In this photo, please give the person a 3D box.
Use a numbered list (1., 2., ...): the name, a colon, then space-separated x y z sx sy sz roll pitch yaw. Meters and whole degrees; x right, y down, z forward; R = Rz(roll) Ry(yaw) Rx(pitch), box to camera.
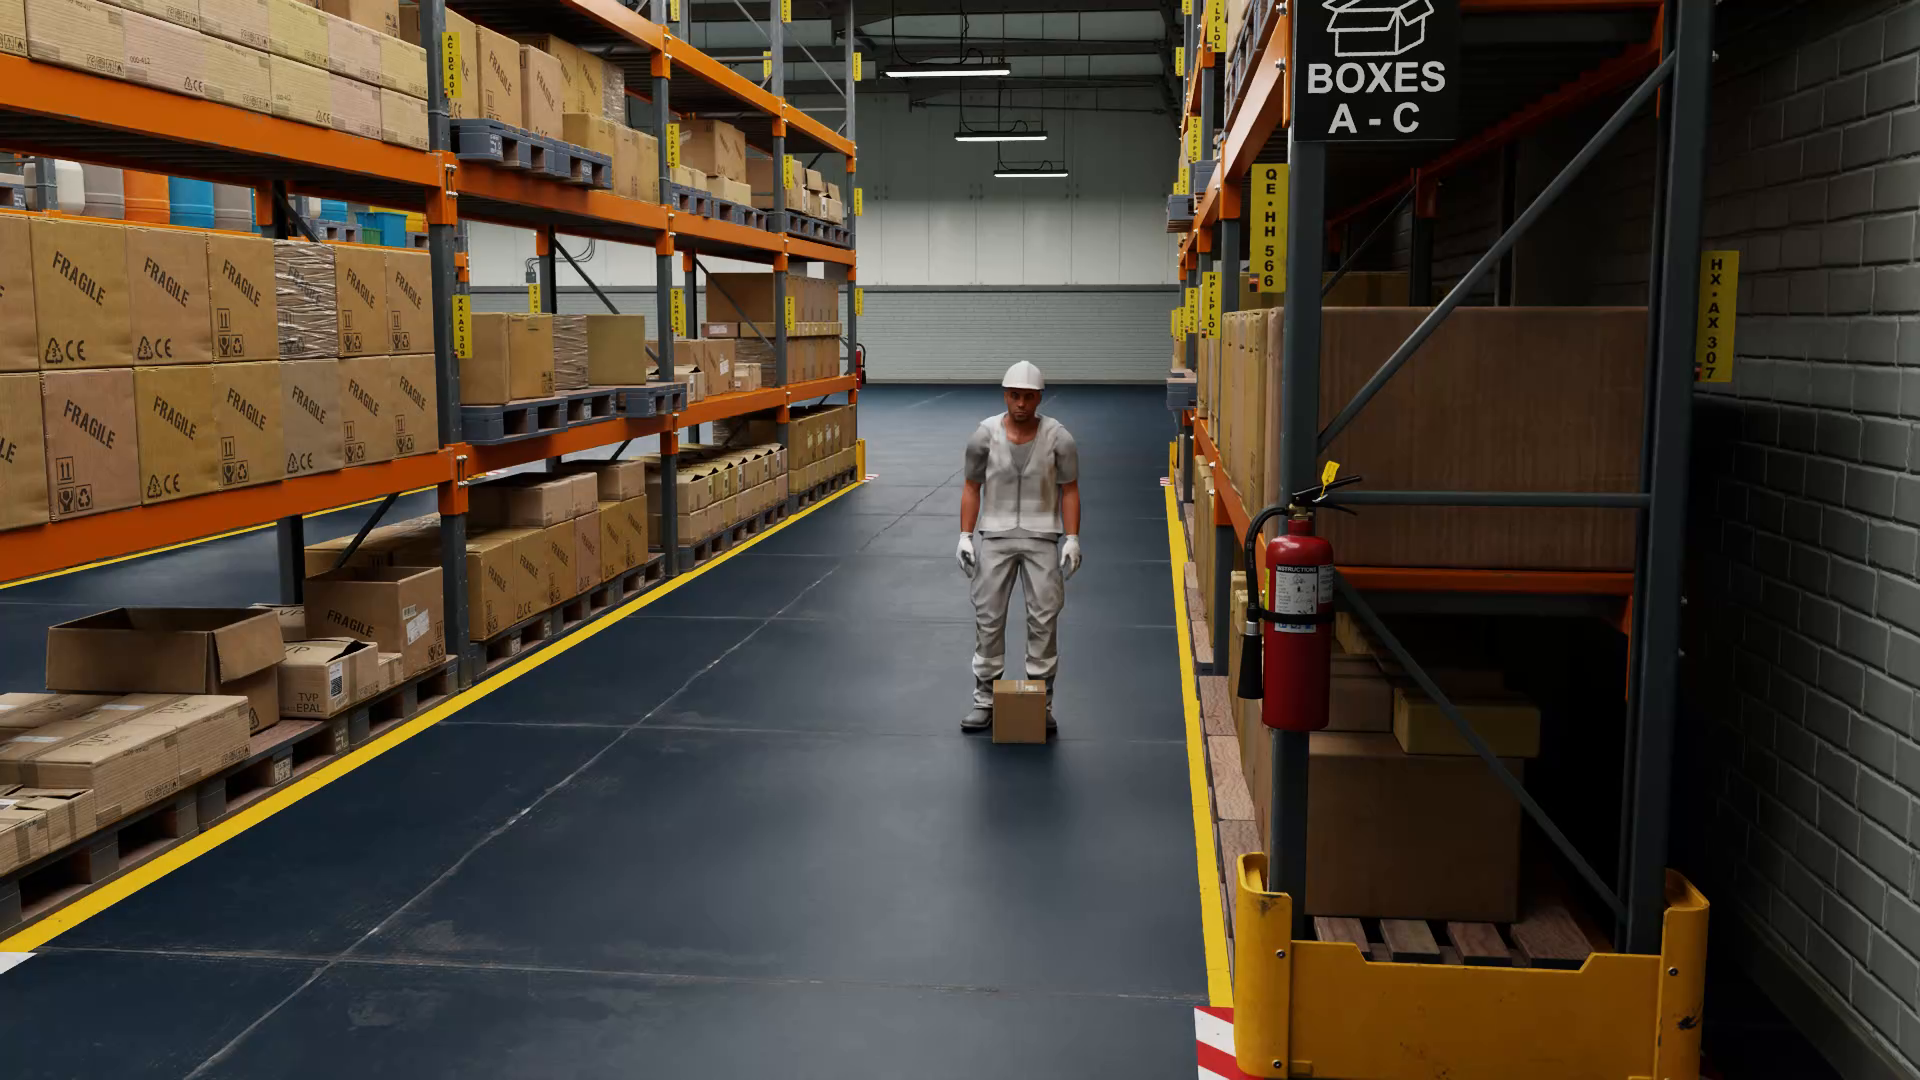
1. person: 0.285 0.028 8.018 0.608 1.779 0.453 1 8 6
